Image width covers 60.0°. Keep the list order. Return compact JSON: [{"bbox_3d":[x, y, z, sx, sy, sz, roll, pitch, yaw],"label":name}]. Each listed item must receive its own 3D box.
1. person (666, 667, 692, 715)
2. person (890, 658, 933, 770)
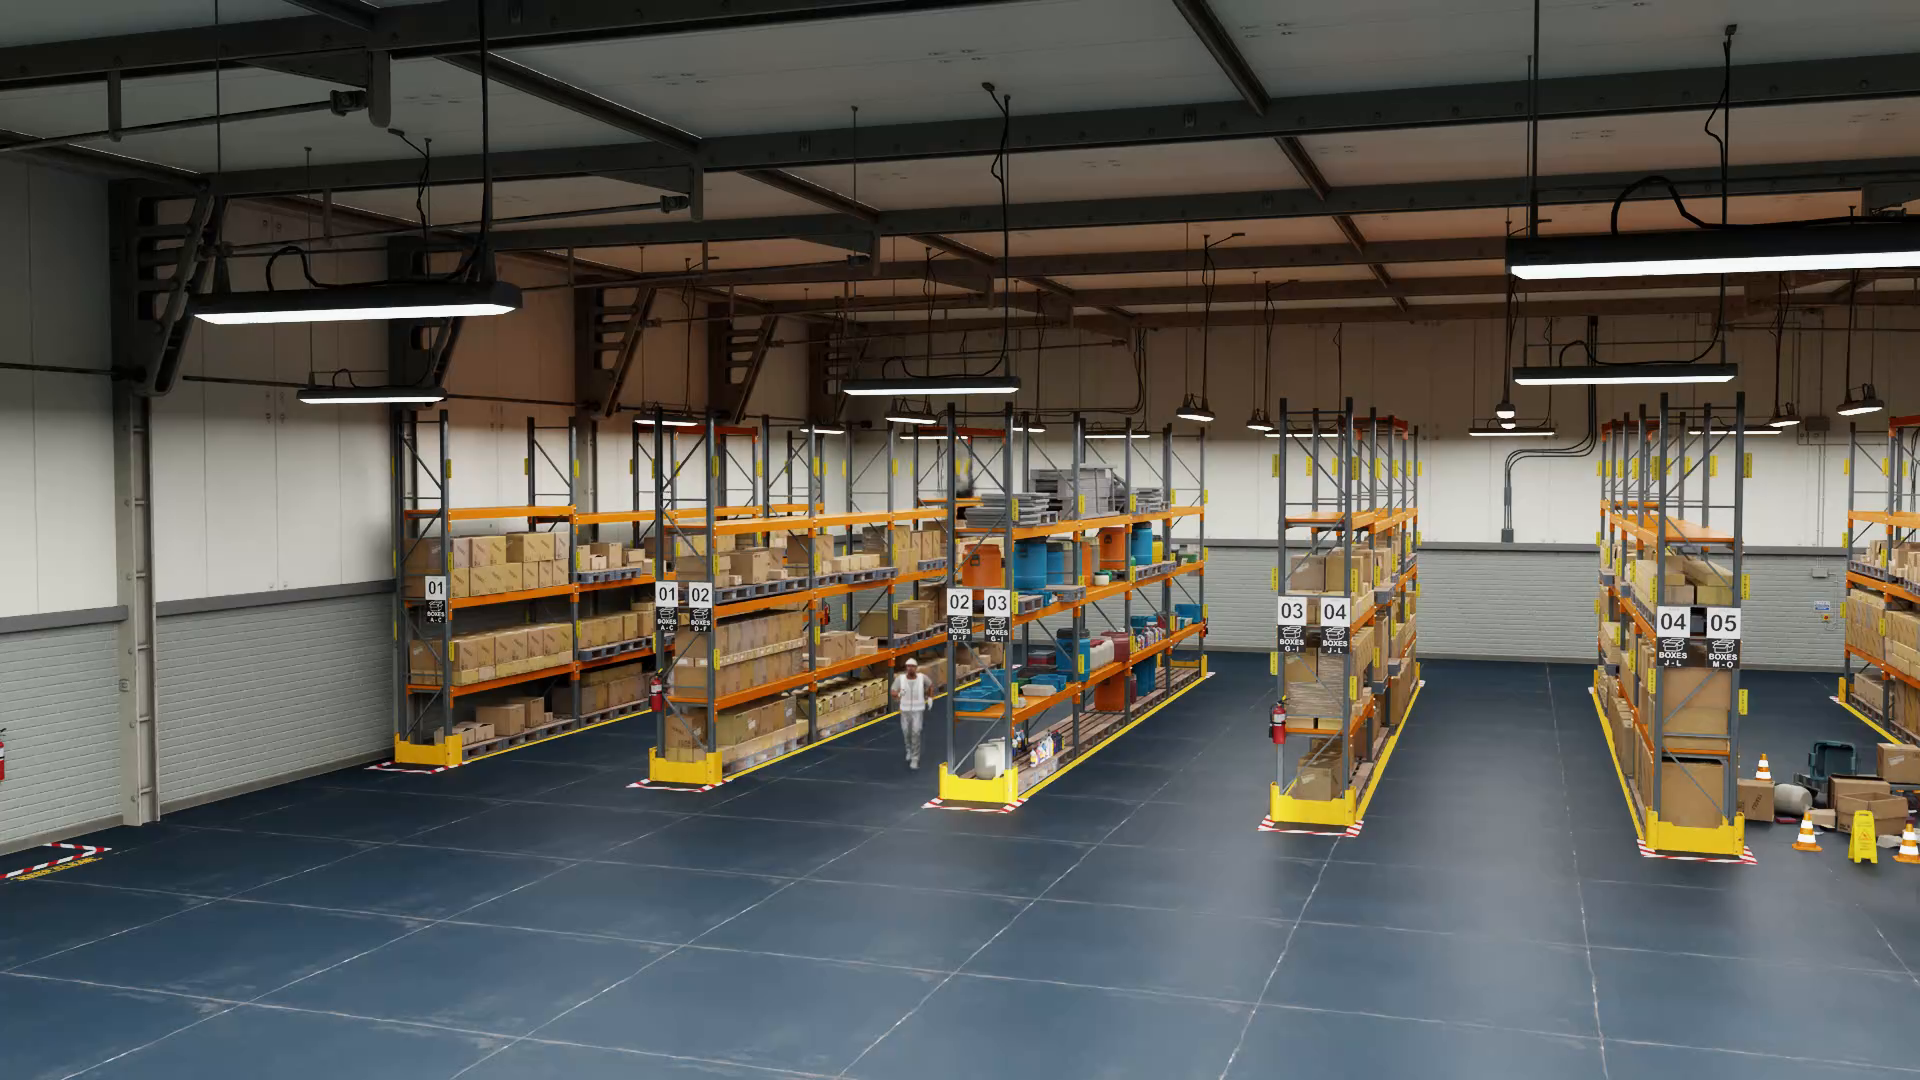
[{"bbox_3d":[-5.038,2.839,30.174,0.670,1.753,0.687,0,2,10],"label":"person"},{"bbox_3d":[-0.819,2.885,27.967,0.704,1.813,0.906,0,2,5],"label":"person"}]
